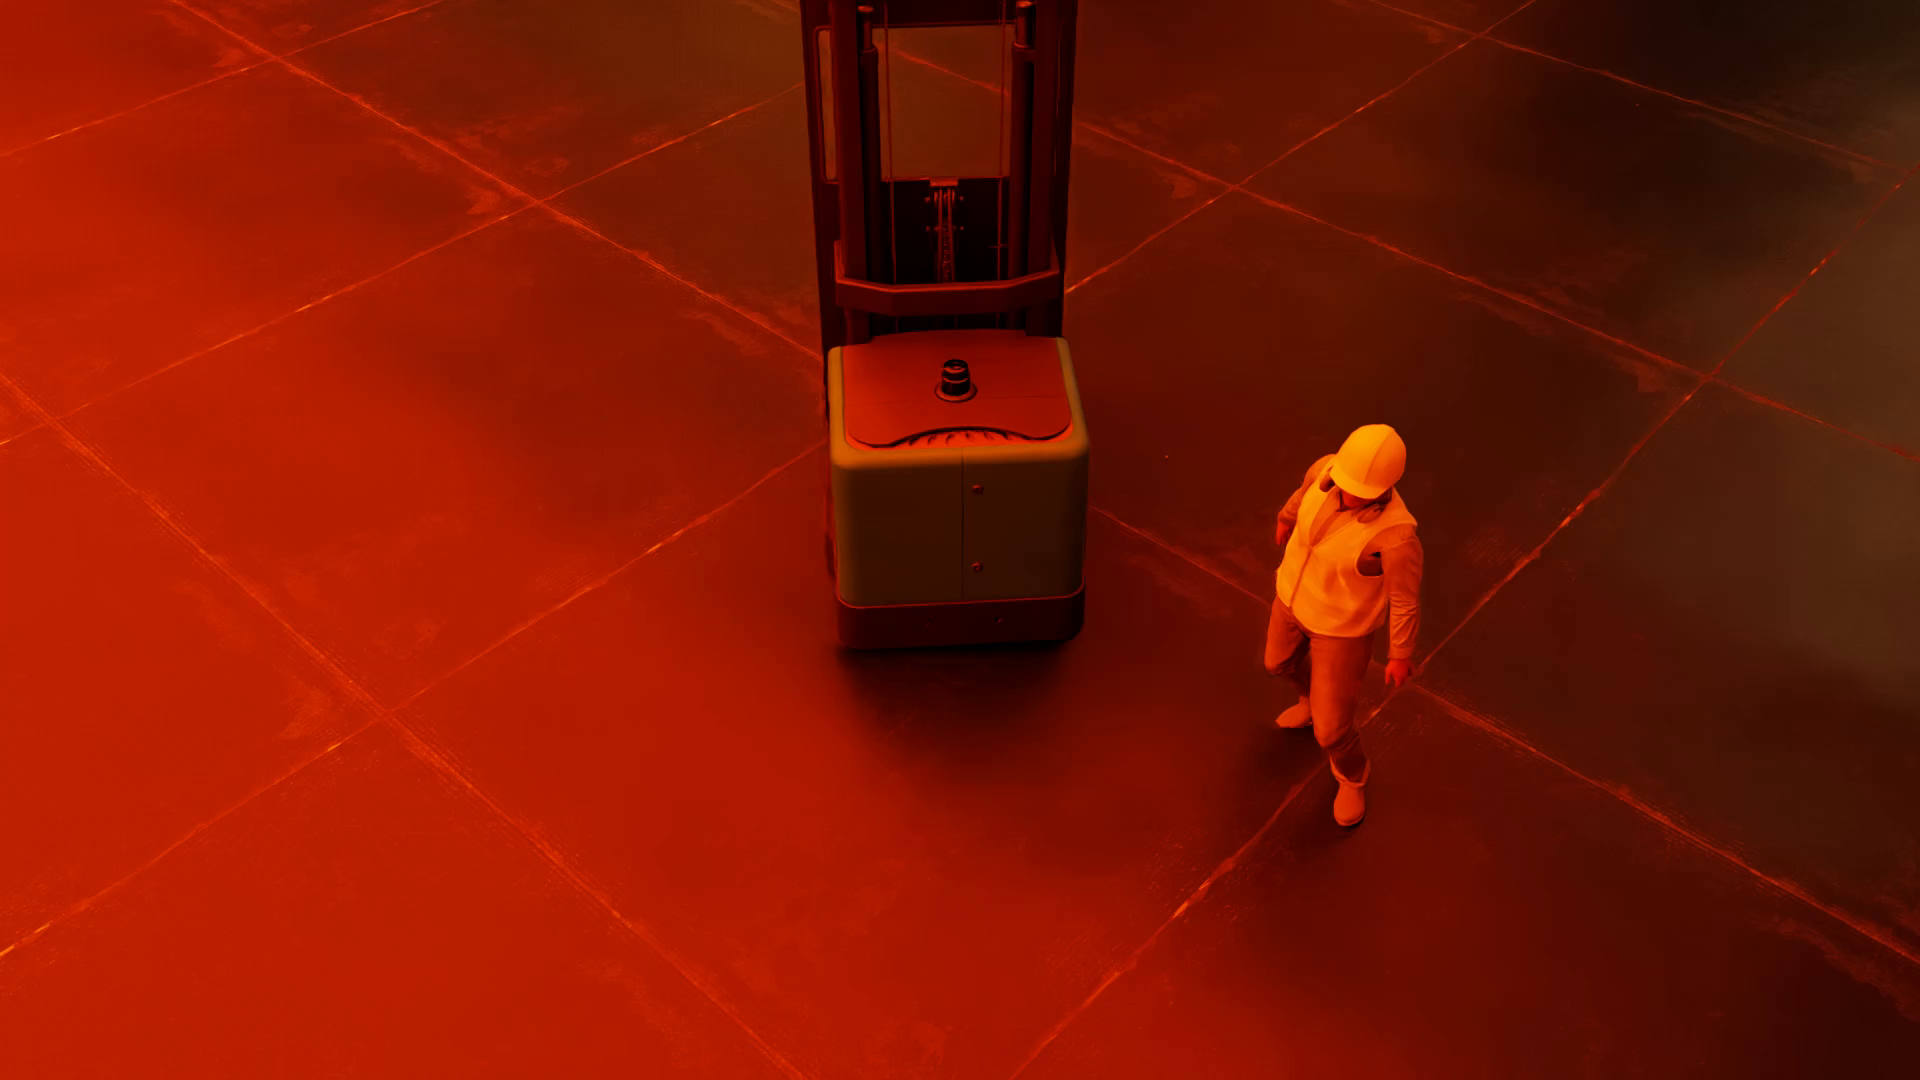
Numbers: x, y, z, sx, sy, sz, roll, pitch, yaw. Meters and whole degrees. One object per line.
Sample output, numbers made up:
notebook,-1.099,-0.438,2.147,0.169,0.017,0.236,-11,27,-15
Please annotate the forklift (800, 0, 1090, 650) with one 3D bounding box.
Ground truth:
forklift,-0.103,-1.598,7.291,1.130,2.935,3.031,-3,41,-3

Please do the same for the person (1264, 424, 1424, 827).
person,1.398,0.202,6.168,0.492,1.743,0.854,-17,44,-19
